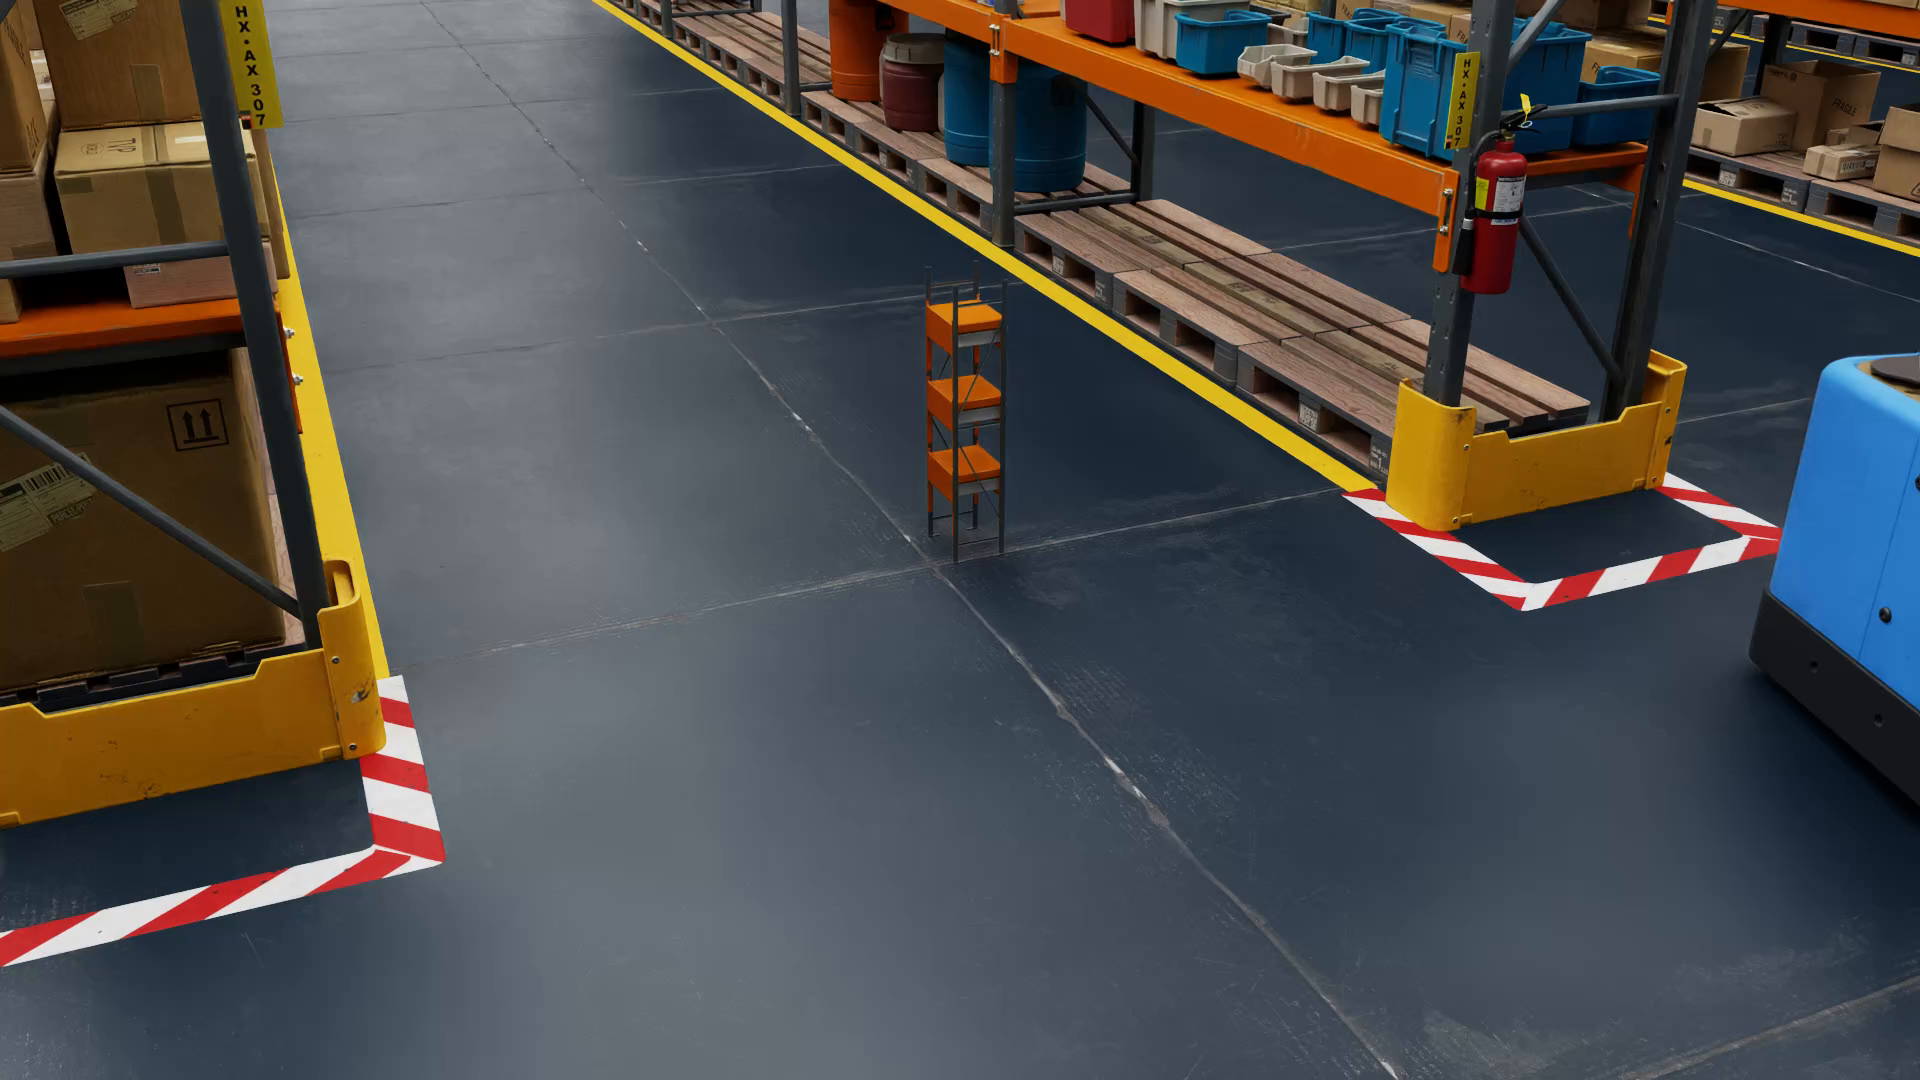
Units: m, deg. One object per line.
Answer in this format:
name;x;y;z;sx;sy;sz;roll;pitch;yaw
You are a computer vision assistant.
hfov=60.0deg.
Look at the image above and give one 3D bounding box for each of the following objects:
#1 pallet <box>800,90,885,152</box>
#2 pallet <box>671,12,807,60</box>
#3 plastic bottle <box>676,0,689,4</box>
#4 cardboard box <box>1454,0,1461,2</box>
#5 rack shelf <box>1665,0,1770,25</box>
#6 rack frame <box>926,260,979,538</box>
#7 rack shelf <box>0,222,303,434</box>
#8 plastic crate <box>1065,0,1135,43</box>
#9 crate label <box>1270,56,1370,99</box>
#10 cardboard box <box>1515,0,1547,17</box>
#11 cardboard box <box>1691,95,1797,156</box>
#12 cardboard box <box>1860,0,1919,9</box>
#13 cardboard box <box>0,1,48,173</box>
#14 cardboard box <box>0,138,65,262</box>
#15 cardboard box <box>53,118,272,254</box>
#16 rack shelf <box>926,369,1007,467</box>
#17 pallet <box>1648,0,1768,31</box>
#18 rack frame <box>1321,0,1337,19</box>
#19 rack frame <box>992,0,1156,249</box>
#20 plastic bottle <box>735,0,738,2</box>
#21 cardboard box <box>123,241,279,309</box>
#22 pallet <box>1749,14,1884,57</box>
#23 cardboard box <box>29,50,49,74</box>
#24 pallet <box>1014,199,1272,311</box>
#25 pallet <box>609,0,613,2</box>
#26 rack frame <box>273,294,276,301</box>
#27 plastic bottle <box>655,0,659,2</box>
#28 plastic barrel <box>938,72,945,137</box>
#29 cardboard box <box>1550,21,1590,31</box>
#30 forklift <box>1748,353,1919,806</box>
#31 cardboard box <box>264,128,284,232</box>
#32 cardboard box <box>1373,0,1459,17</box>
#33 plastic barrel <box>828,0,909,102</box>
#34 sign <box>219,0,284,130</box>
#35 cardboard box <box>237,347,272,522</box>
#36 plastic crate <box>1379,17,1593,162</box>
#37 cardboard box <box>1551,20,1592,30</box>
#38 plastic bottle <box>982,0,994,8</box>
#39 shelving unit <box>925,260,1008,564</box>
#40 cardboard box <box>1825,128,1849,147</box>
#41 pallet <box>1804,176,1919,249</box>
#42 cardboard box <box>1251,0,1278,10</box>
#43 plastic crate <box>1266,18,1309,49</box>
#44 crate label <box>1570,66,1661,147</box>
pallet;-0.547;-3.212;12.589;1.003;0.211;1.213;-11;28;-21
pallet;-2.117;-4.828;15.898;1.003;0.211;1.213;-11;28;-21
plastic bottle;-2.845;-5.634;16.888;0.144;0.351;0.185;-11;28;-21
cardboard box;4.248;-4.363;14.115;0.500;0.500;0.500;-9;28;-19
rack shelf;4.448;-4.495;12.858;1.077;0.370;4.000;-11;28;-21
rack frame;-0.027;-0.499;6.076;0.200;1.050;0.008;-11;28;-21
rack shelf;-3.102;-1.180;6.068;1.077;0.370;4.000;-11;28;-21
plastic crate;0.791;-2.814;8.453;0.402;0.464;0.583;-11;28;-21
crate label;1.521;-1.981;7.121;0.396;0.136;0.243;-11;28;-21
cardboard box;4.678;-4.266;13.061;0.500;0.250;0.500;-11;28;-22
cardboard box;5.197;-2.794;11.117;0.500;0.311;0.500;-11;28;-21
cardboard box;5.578;-3.395;9.671;0.500;0.500;0.500;-11;28;-21
cardboard box;-2.751;-1.251;4.370;0.500;0.500;0.500;-10;28;-20
cardboard box;-2.752;-0.912;4.531;0.500;0.250;0.500;-11;28;-21
cardboard box;-2.258;-1.002;4.716;0.500;0.250;0.500;-11;28;-22
rack shelf;0.021;-0.441;5.980;0.215;0.259;0.240;-11;28;-21
pallet;7.917;-5.541;17.359;1.003;0.211;1.213;-11;28;-21
rack frame;3.665;-5.626;14.354;1.000;3.000;0.127;-11;28;-21
rack frame;0.673;-3.162;9.307;1.000;3.000;0.127;-11;28;-21
plastic bottle;-2.261;-5.618;17.025;0.097;0.201;0.097;0;26;0
cardboard box;-2.154;-0.783;4.721;0.380;0.149;0.250;-10;28;-20
pallet;8.461;-4.894;16.034;1.003;0.211;1.213;-11;28;-21
cardboard box;-3.358;-1.532;5.801;0.500;0.250;0.500;-11;28;-21
pallet;0.996;-1.618;9.324;1.003;0.211;1.213;-11;28;-21
pallet;-3.641;-6.402;19.121;1.003;0.211;1.213;-11;28;-21
rack frame;-3.885;-2.311;7.564;1.000;3.000;0.127;-11;28;-21
plastic bottle;-3.053;-5.687;16.996;0.144;0.351;0.185;-12;29;-23
plastic barrel;0.059;-2.984;11.300;0.421;0.512;0.421;0;26;0
cardboard box;4.393;-3.639;12.632;0.500;0.500;0.500;-10;28;-20
forklift;4.084;-0.782;4.512;3.031;2.935;1.130;-4;26;-8
cardboard box;-4.505;-2.160;9.198;1.225;0.875;0.875;-12;28;-22
cardboard box;3.791;-4.257;13.898;0.500;0.500;0.500;-12;28;-22
plastic barrel;-0.687;-3.795;12.600;0.600;0.830;0.708;-11;28;-21
sign;-1.805;-1.213;4.239;0.100;0.325;0.005;-11;28;-21
cardboard box;-2.999;-0.542;5.884;0.875;0.875;0.875;-11;28;-21
plastic crate;1.936;-1.693;6.190;0.616;0.435;0.499;-11;28;-21
cardboard box;4.859;-3.739;12.837;0.500;0.500;0.500;-10;28;-20
plastic bottle;0.221;-3.210;9.546;0.152;0.276;0.135;-11;28;-21
shelving unit;0.021;-0.450;5.975;0.215;1.050;0.252;-11;28;-21
cardboard box;5.918;-2.606;10.916;0.380;0.149;0.250;-11;28;-21
pallet;5.981;-1.987;10.080;1.003;0.211;1.213;-11;28;-21
cardboard box;3.030;-4.957;15.639;0.500;0.250;0.500;-11;28;-21
plastic crate;1.631;-2.419;8.017;0.293;0.136;0.466;-11;28;-21
crate label;2.445;-1.655;6.343;0.416;0.233;0.303;-11;28;-21
